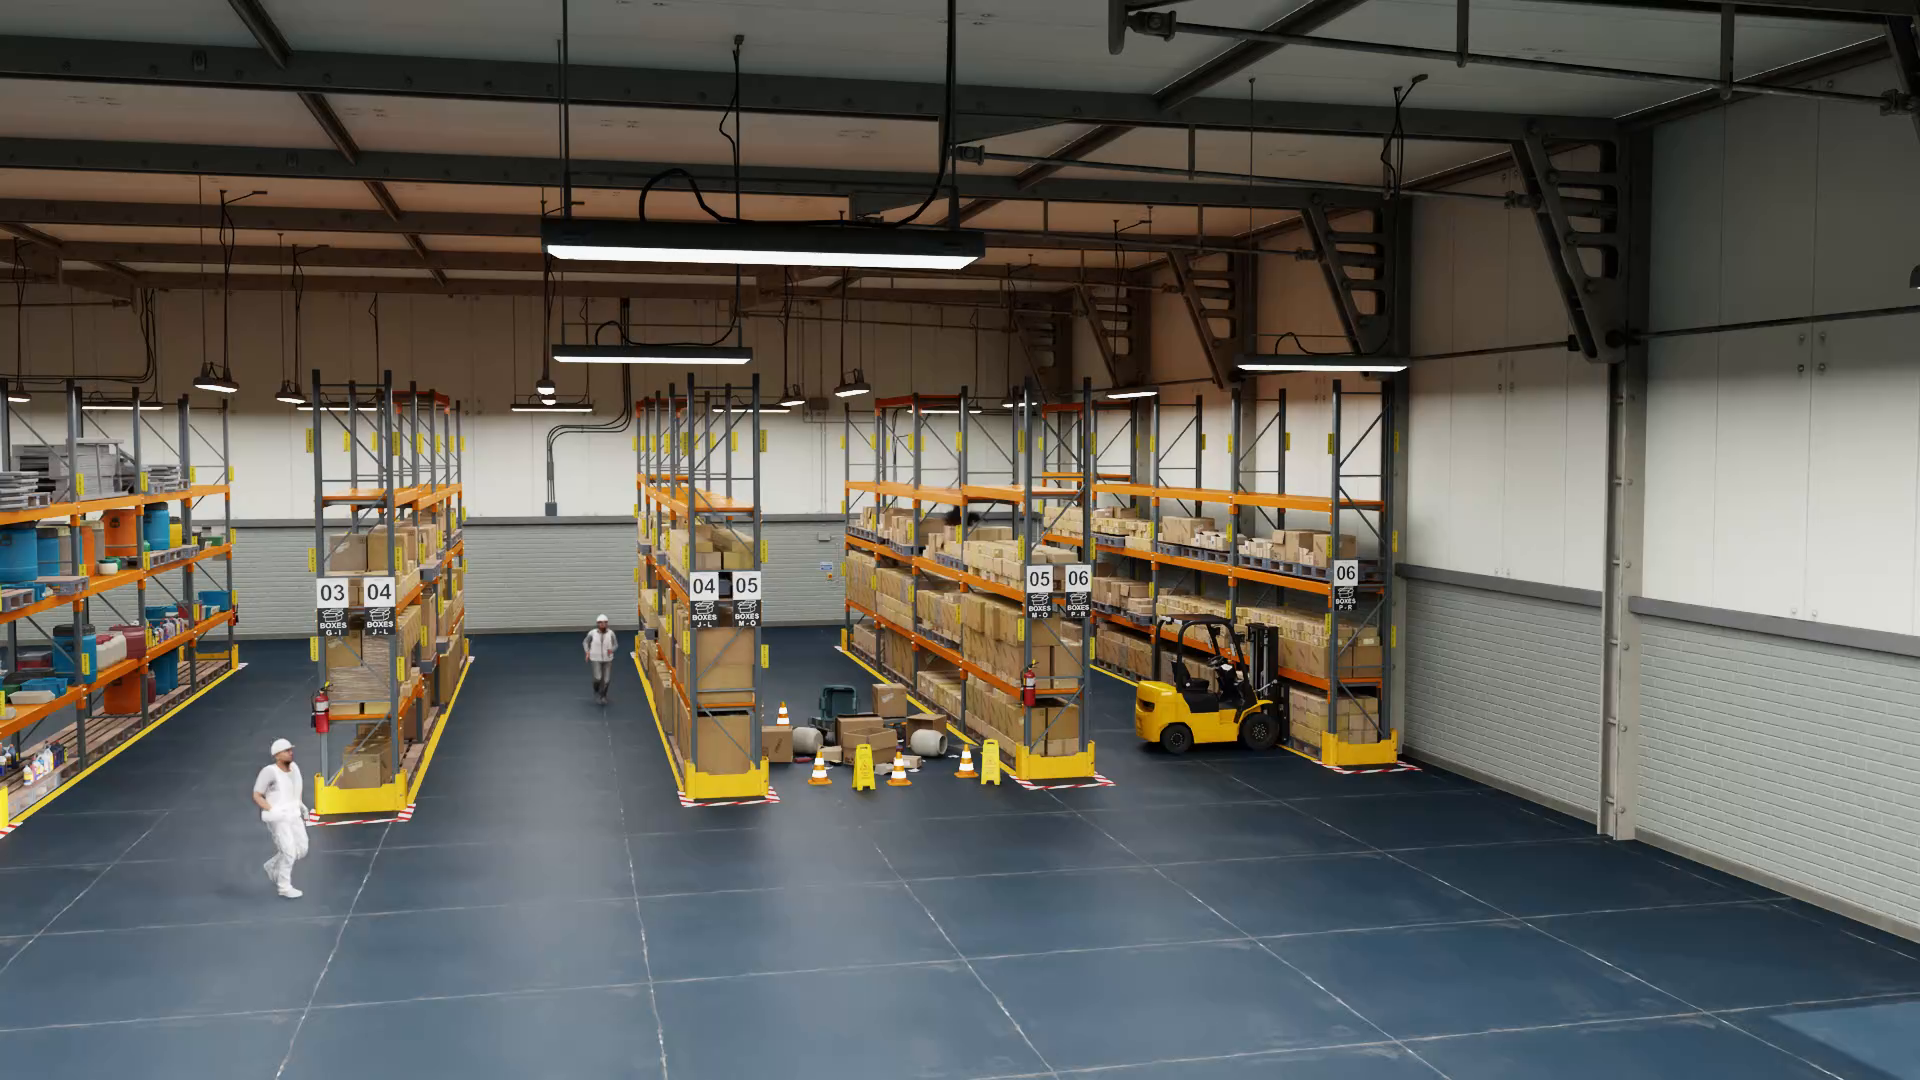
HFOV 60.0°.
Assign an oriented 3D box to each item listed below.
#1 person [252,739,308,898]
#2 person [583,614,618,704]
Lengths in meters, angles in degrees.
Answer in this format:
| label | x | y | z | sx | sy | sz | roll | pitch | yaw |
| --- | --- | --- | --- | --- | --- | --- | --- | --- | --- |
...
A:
| label | x | y | z | sx | sy | sz | roll | pitch | yaw |
| --- | --- | --- | --- | --- | --- | --- | --- | --- | --- |
| person | -7.532 | 3.066 | 18.375 | 0.596 | 1.744 | 0.703 | 1 | 3 | 17 |
| person | -6.842 | 2.286 | 31.757 | 0.630 | 1.728 | 0.724 | -1 | 4 | -20 |
